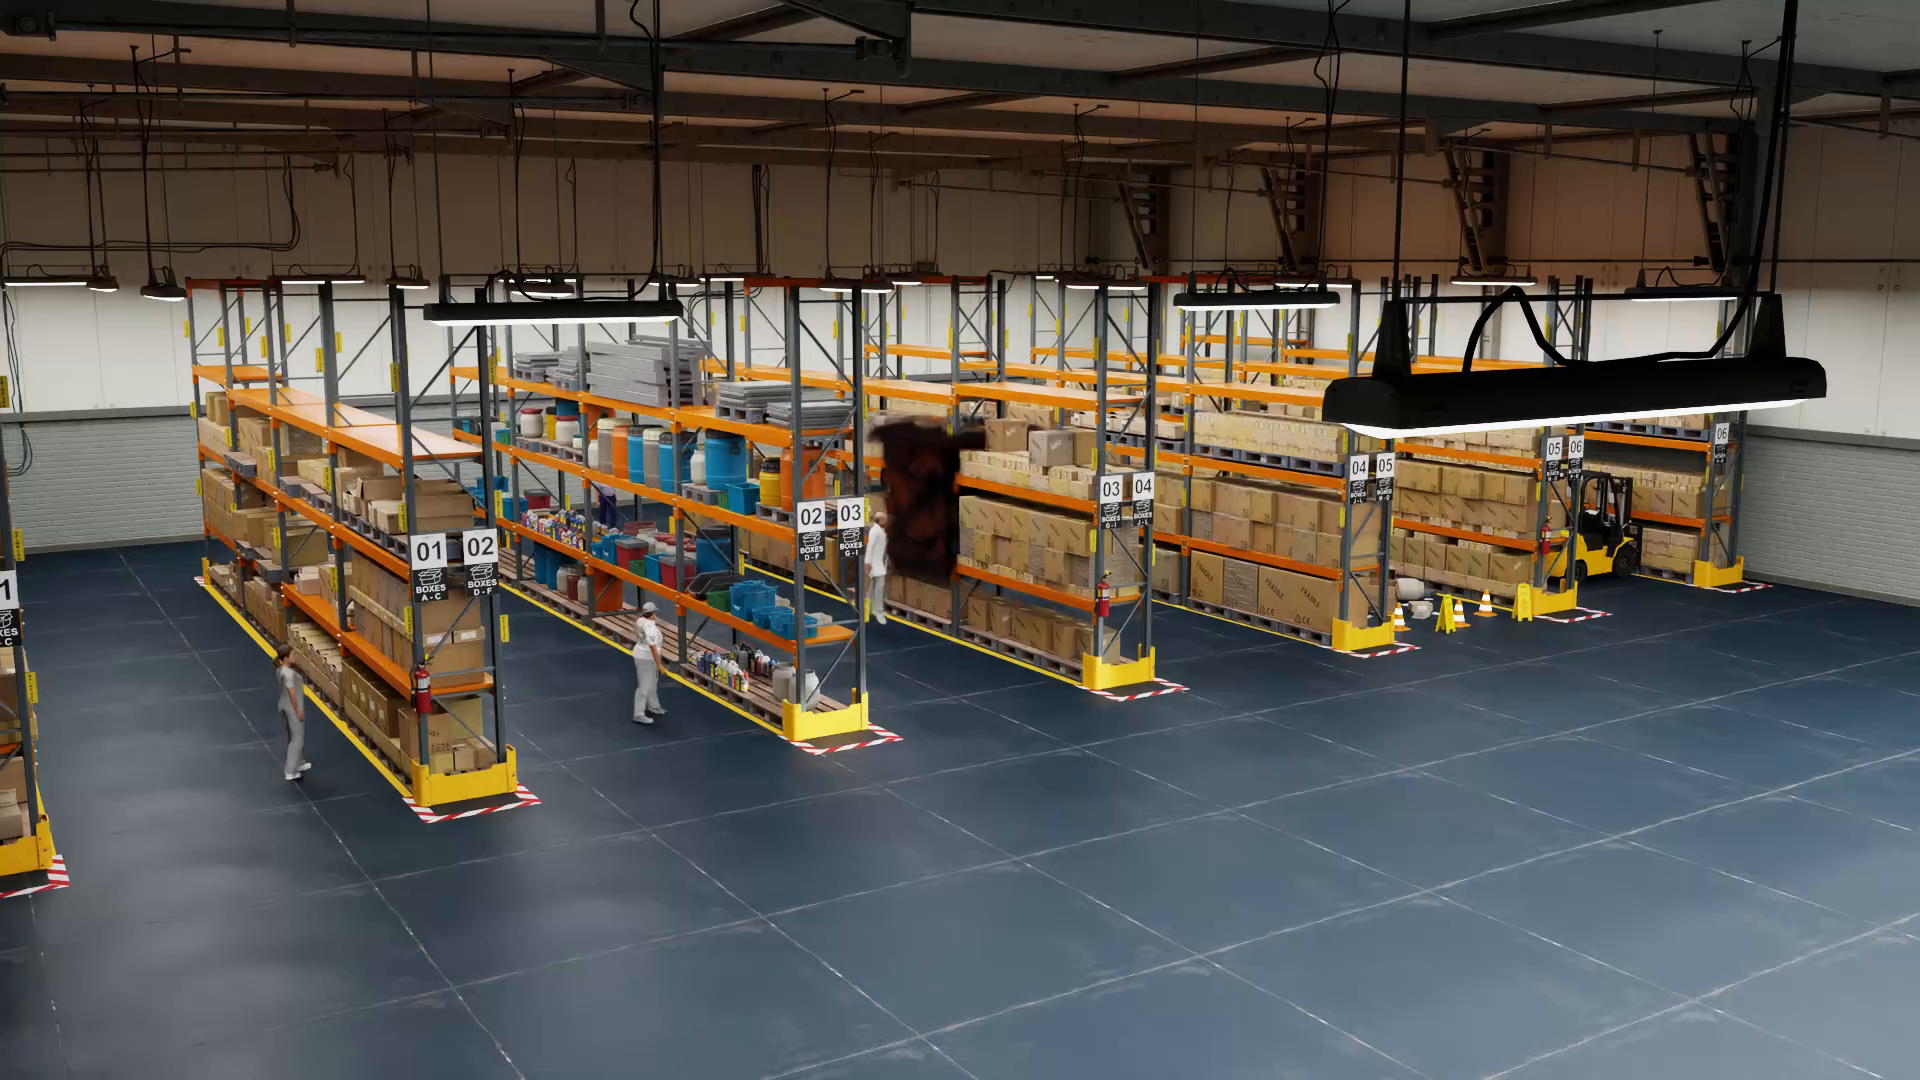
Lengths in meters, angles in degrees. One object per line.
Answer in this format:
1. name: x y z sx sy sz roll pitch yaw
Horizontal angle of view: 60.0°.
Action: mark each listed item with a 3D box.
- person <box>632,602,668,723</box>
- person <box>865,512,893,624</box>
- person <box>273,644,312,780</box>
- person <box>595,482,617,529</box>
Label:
1. person: -4.322 1.682 23.120 0.528 1.695 0.661 -3 10 -15
2. person: -1.421 0.459 28.358 0.570 1.879 0.664 5 11 29
3. person: -8.232 2.098 20.564 0.450 1.676 0.544 7 12 36
4. person: -8.144 -0.873 38.289 0.495 1.671 0.422 -4 10 -22
